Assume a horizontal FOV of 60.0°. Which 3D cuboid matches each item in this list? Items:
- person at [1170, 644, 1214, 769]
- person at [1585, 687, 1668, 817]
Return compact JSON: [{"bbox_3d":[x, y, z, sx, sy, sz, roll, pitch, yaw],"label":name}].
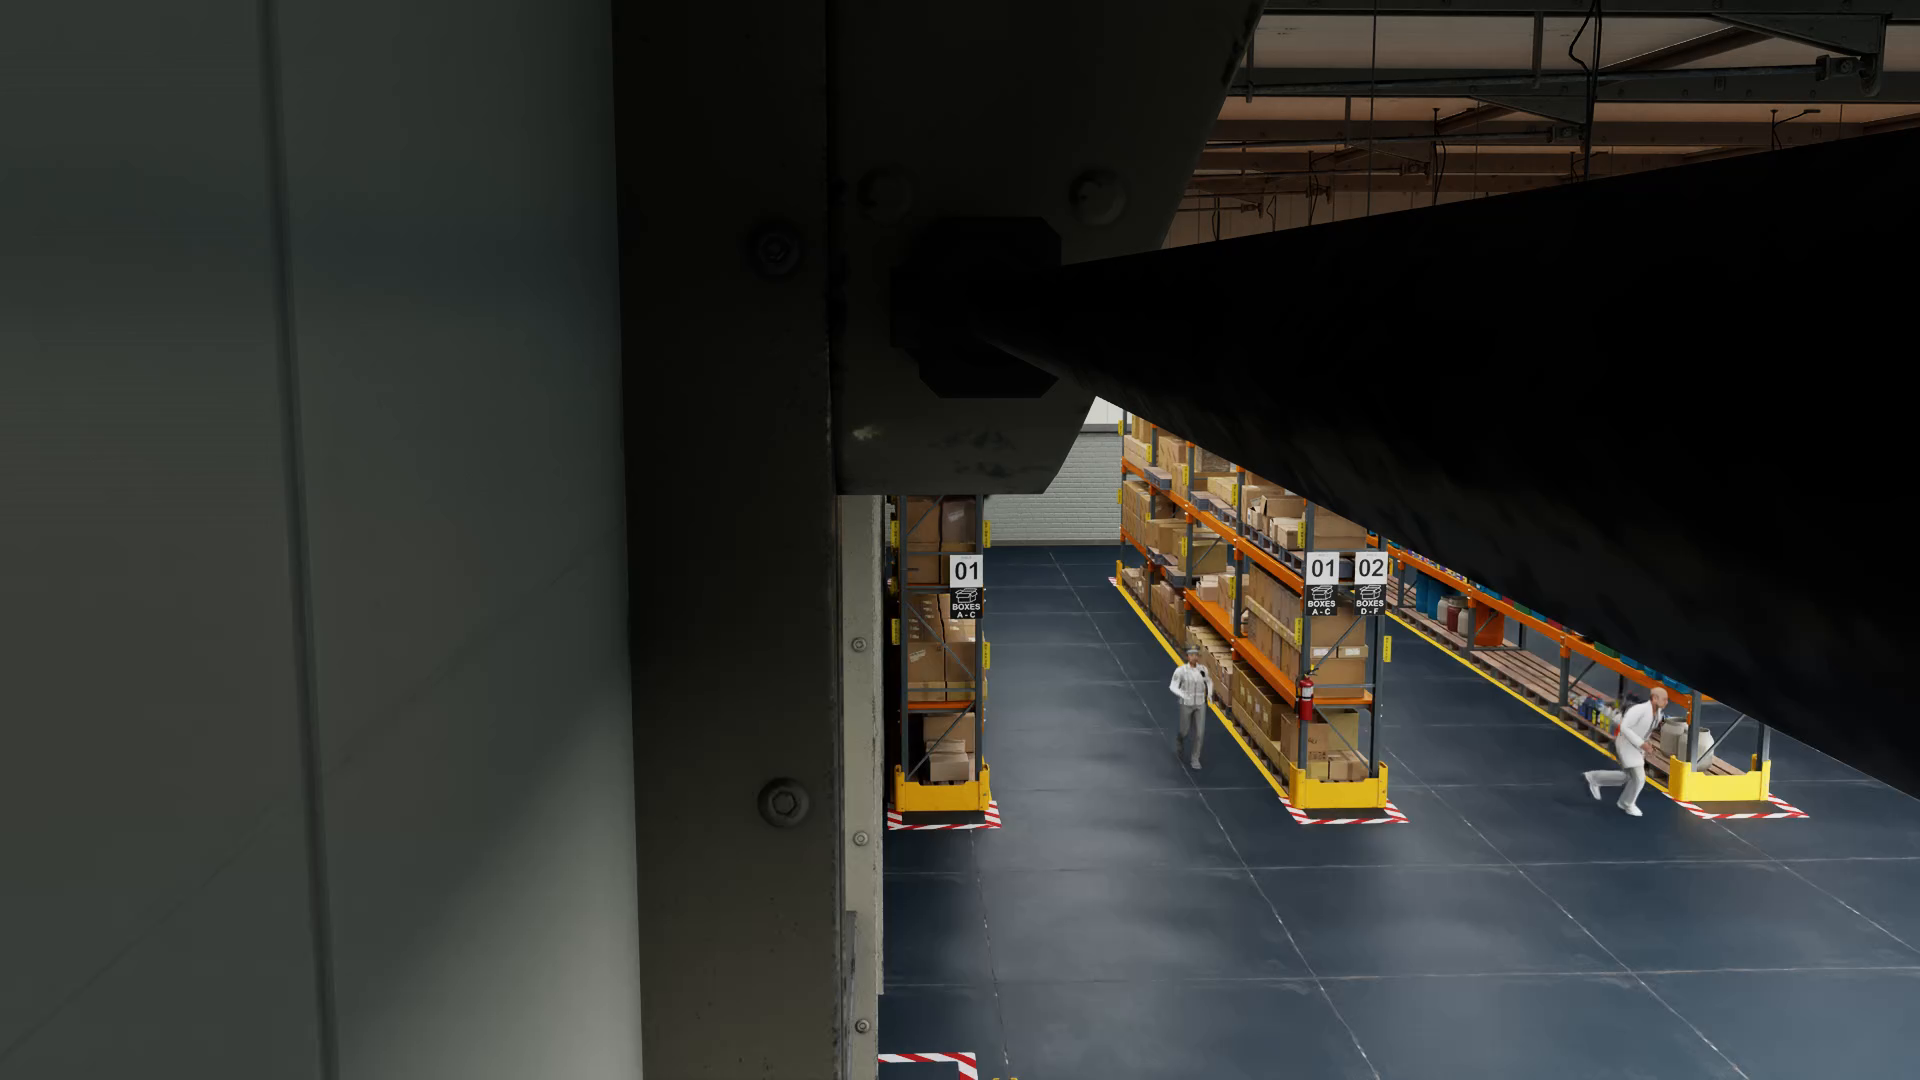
[{"bbox_3d":[3.139,2.212,22.460,0.625,1.654,0.723,-1,8,-6],"label":"person"},{"bbox_3d":[8.185,2.552,20.429,0.722,1.657,0.974,-7,11,-39],"label":"person"}]
